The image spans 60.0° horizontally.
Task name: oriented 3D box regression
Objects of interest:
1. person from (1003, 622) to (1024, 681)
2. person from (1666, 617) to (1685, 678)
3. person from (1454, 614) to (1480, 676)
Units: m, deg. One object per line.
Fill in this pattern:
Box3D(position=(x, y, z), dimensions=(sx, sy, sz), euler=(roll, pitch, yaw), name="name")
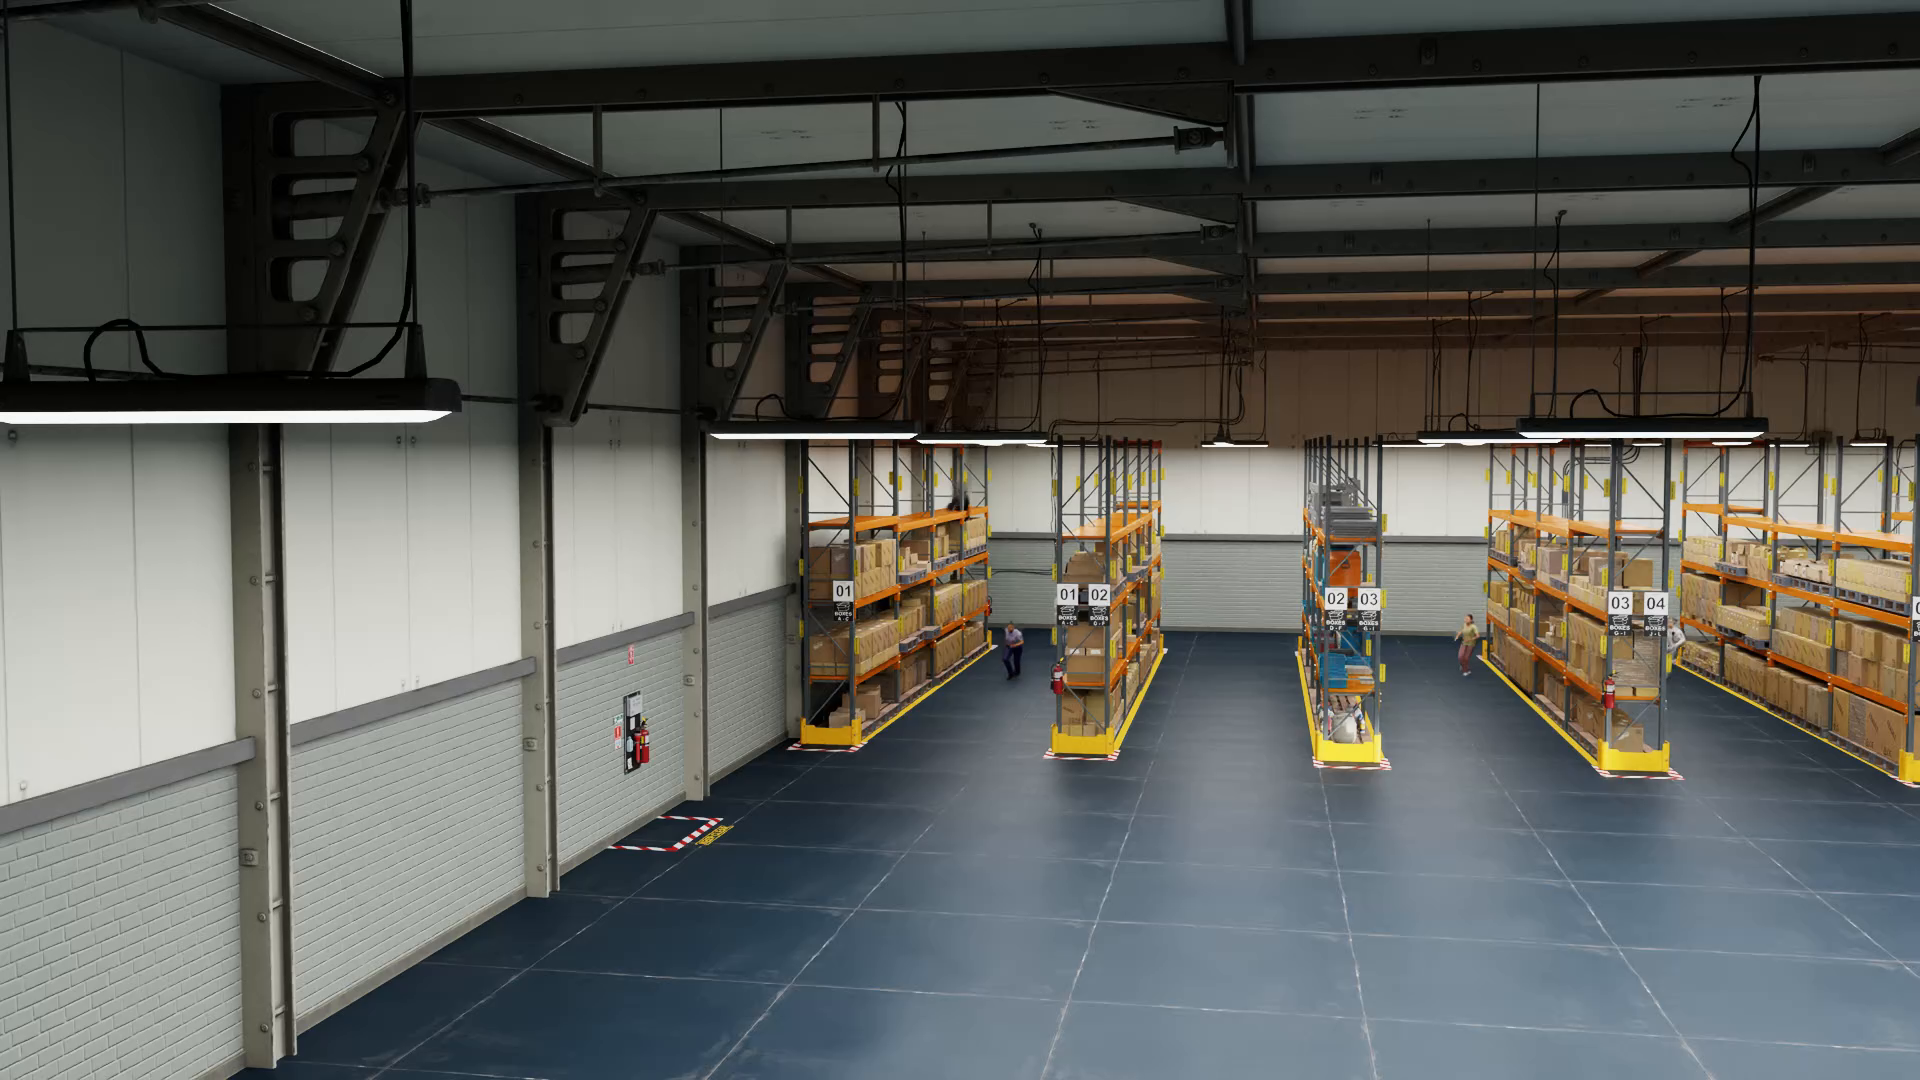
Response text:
Box3D(position=(1.356, 2.731, 41.446), dimensions=(0.622, 1.471, 1.046), euler=(1, 3, 20), name="person")
Box3D(position=(17.716, 2.710, 41.465), dimensions=(0.683, 1.589, 0.482), euler=(2, 4, 39), name="person")
Box3D(position=(12.938, 2.669, 42.345), dimensions=(0.678, 1.593, 0.545), euler=(2, 4, 39), name="person")
